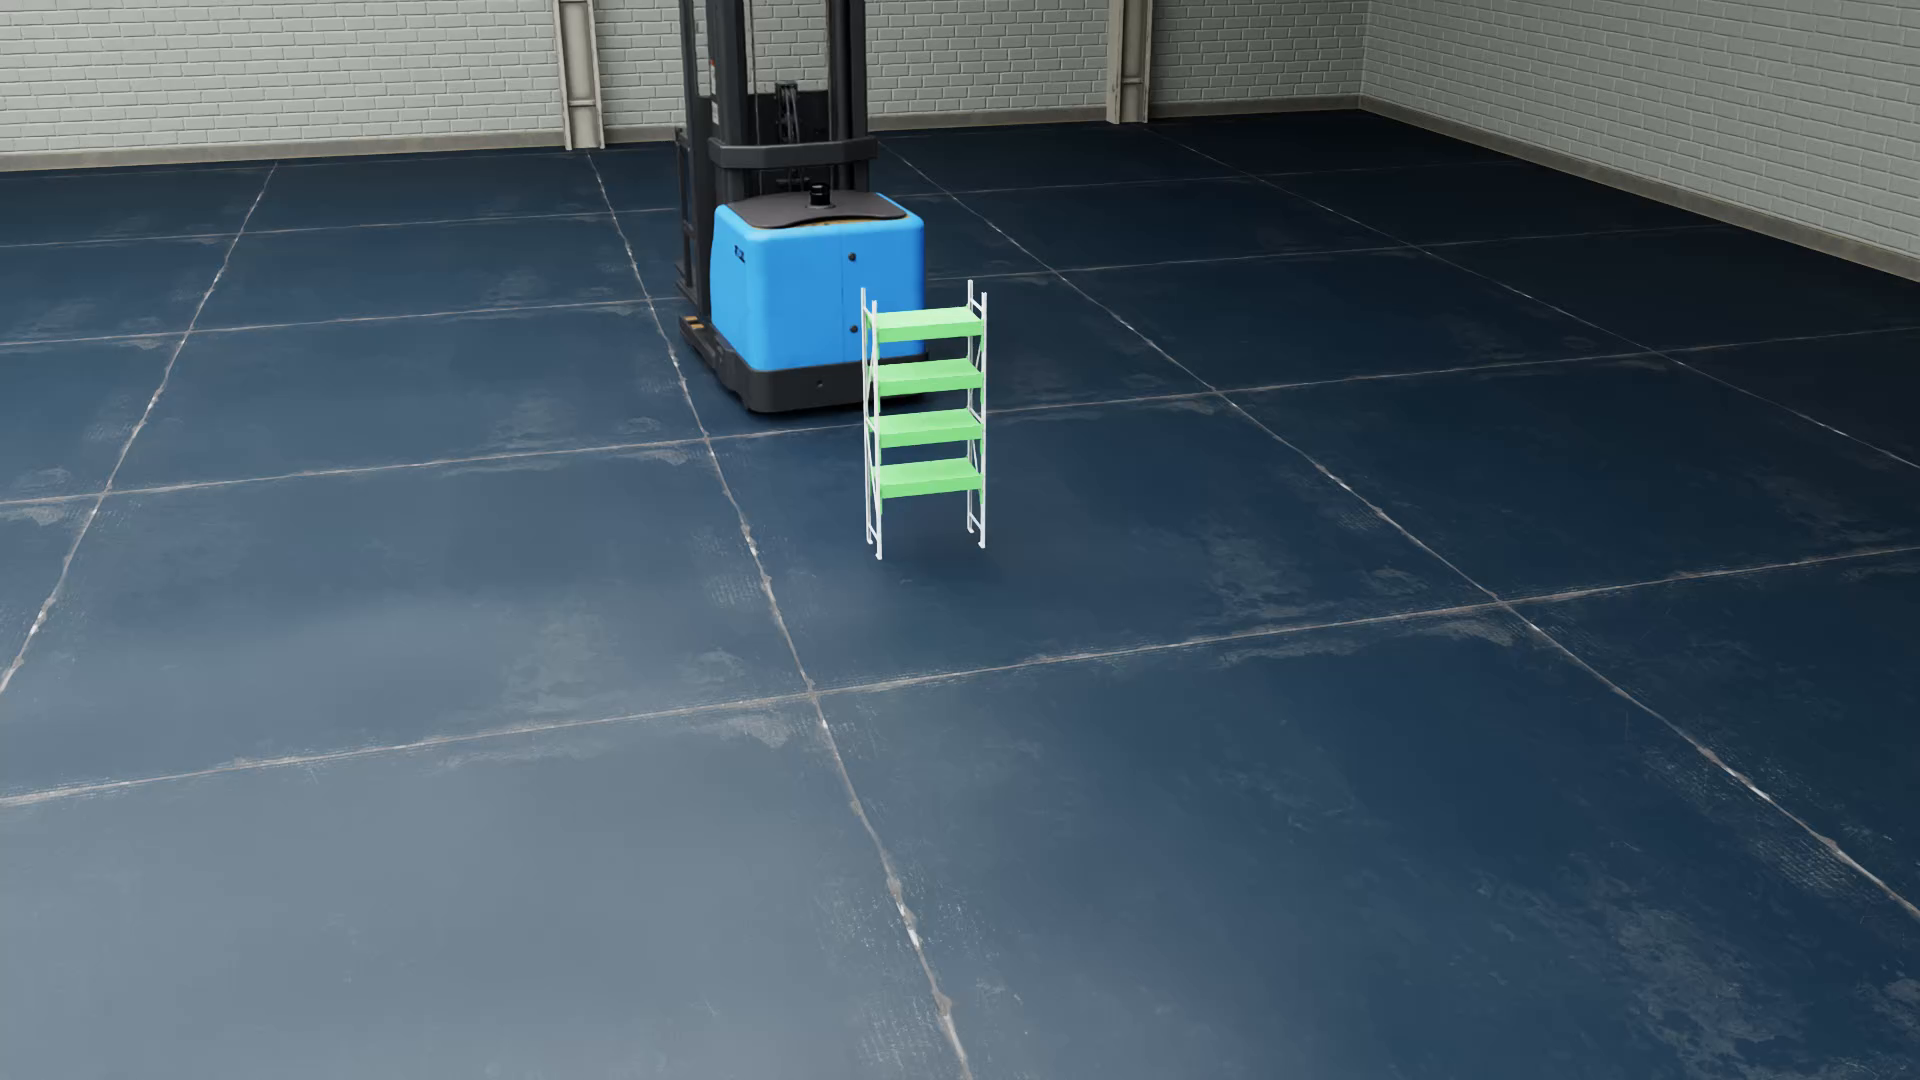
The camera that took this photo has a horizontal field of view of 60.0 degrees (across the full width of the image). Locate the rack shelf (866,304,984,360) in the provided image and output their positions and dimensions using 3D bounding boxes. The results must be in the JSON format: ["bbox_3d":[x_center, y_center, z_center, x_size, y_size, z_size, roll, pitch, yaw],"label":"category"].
[{"bbox_3d":[-0.159,-0.916,7.308,0.480,0.148,0.258,-6,24,-14],"label":"rack shelf"}]

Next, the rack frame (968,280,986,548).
[{"bbox_3d":[0.076,-0.560,7.533,0.015,1.200,0.240,-6,24,-14],"label":"rack frame"}]

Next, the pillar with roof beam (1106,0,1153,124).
[{"bbox_3d":[3.044,-7.229,13.185,0.400,9.000,9.100,-6,24,-14],"label":"pillar with roof beam"}]

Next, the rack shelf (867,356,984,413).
[{"bbox_3d":[-0.159,-0.696,7.403,0.480,0.148,0.258,-6,24,-14],"label":"rack shelf"}]

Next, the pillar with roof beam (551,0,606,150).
[{"bbox_3d":[-2.733,-6.590,11.695,0.400,9.000,9.100,-6,24,-14],"label":"pillar with roof beam"}]

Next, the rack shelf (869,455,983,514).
[{"bbox_3d":[-0.159,-0.254,7.592,0.480,0.148,0.258,-6,24,-14],"label":"rack shelf"}]

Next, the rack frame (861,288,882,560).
[{"bbox_3d":[-0.394,-0.508,7.412,0.015,1.200,0.240,-6,24,-14],"label":"rack frame"}]

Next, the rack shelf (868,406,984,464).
[{"bbox_3d":[-0.159,-0.475,7.498,0.480,0.148,0.258,-6,24,-14],"label":"rack shelf"}]

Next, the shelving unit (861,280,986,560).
[{"bbox_3d":[-0.159,-0.534,7.472,0.503,1.200,0.258,-6,24,-14],"label":"shelving unit"}]

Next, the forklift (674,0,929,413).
[{"bbox_3d":[-1.172,-2.604,10.102,1.130,2.935,3.031,-8,25,-19],"label":"forklift"}]
